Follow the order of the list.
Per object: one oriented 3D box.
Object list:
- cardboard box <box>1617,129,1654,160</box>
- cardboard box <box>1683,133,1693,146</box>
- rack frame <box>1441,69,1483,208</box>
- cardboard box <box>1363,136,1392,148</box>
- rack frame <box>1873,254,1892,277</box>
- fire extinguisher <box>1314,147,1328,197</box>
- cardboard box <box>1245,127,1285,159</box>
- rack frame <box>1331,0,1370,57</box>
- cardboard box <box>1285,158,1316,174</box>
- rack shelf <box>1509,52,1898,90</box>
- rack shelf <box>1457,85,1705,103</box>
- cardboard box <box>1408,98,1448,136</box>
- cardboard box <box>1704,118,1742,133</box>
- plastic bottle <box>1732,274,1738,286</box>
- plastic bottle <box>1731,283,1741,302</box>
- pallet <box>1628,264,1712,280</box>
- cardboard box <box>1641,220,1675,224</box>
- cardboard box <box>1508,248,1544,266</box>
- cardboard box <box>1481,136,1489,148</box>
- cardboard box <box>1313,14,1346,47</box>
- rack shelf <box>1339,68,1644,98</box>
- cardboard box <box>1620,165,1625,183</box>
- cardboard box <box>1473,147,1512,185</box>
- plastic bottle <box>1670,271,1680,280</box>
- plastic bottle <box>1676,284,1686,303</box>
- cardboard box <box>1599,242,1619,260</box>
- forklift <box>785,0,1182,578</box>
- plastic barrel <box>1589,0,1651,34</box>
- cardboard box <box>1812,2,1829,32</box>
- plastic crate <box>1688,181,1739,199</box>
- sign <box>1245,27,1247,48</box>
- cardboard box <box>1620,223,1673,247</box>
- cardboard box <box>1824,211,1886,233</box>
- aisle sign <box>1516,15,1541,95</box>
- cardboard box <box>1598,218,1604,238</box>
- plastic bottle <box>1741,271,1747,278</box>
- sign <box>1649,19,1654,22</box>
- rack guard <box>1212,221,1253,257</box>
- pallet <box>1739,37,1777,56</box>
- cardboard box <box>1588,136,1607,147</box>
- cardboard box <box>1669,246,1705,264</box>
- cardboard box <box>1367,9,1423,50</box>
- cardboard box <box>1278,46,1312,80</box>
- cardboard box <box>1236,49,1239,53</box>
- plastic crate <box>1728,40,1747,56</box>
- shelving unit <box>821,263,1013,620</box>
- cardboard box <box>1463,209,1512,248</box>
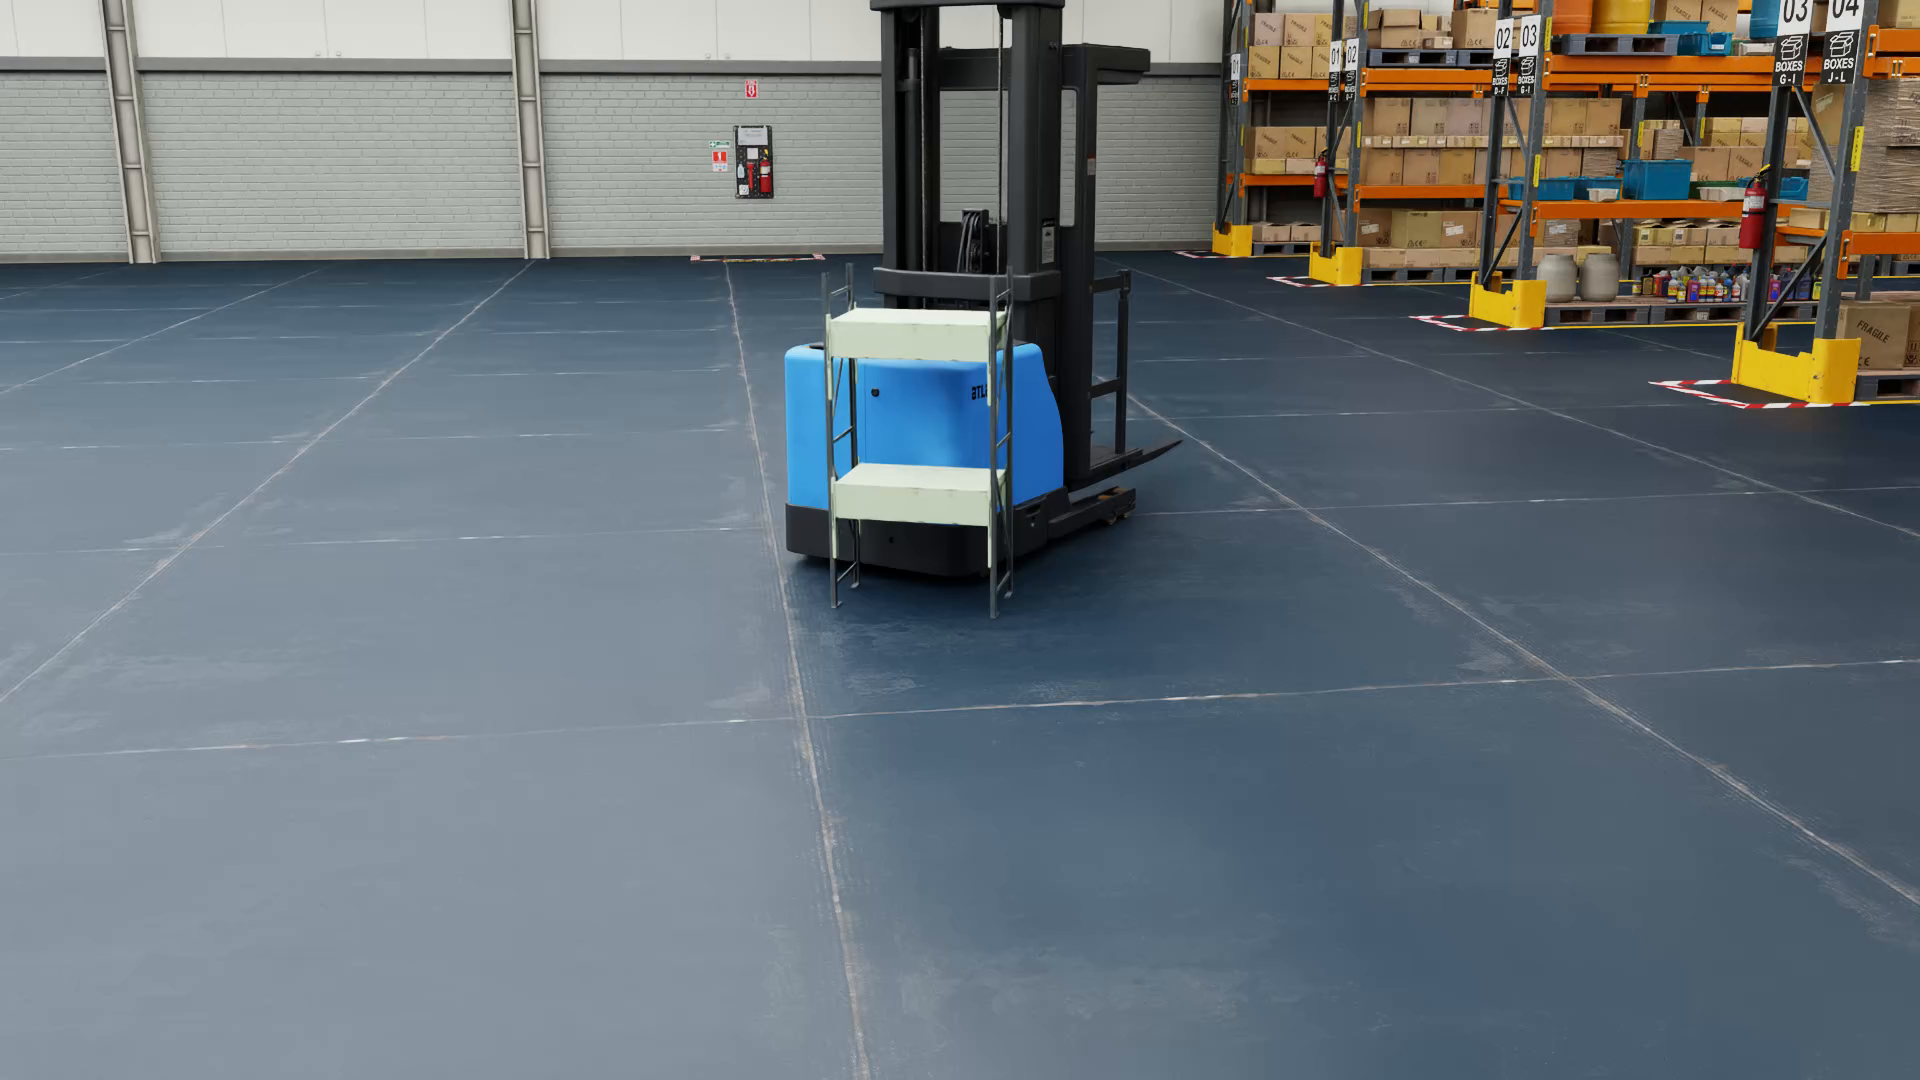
[{"bbox_3d":[11.359,-6.737,28.308,0.500,0.500,0.700,-3,14,-14],"label":"cardboard box"},{"bbox_3d":[12.798,-6.804,28.828,0.500,0.500,0.500,-2,14,-8],"label":"cardboard box"},{"bbox_3d":[8.415,-6.376,27.980,0.127,3.000,1.000,-2,14,-8],"label":"rack frame"},{"bbox_3d":[5.622,-5.365,22.410,0.250,0.149,0.380,-2,14,-9],"label":"cardboard box"},{"bbox_3d":[13.112,-5.330,23.807,0.127,3.000,1.000,-2,14,-8],"label":"rack frame"},{"bbox_3d":[5.015,-5.110,23.089,0.183,0.674,0.296,-2,14,-8],"label":"fire extinguisher"},{"bbox_3d":[4.977,-6.477,27.107,0.500,0.500,0.500,-2,14,-8],"label":"cardboard box"},{"bbox_3d":[5.201,-7.950,21.921,0.127,3.000,1.000,-2,14,-8],"label":"rack frame"},{"bbox_3d":[5.501,-6.132,27.272,0.500,0.250,0.500,-3,14,-10],"label":"cardboard box"},{"bbox_3d":[7.913,-5.027,17.911,4.000,0.370,1.077,-2,14,-8],"label":"rack shelf"},{"bbox_3d":[10.393,-7.555,27.991,4.000,0.370,1.077,-2,14,-8],"label":"rack shelf"},{"bbox_3d":[6.237,-5.754,22.625,0.500,0.500,0.700,-2,14,-10],"label":"cardboard box"},{"bbox_3d":[12.886,-7.043,28.238,0.500,0.250,0.500,-2,14,-7],"label":"cardboard box"},{"bbox_3d":[8.610,-2.798,18.393,0.133,0.283,0.061,-2,14,-8],"label":"plastic bottle"},{"bbox_3d":[8.514,-2.722,18.258,0.097,0.201,0.097,0,14,0],"label":"plastic bottle"},{"bbox_3d":[9.880,-3.868,23.712,1.213,0.211,1.003,-2,14,-8],"label":"pallet"},{"bbox_3d":[10.028,-4.431,23.859,0.500,0.311,0.500,-2,14,-7],"label":"cardboard box"},{"bbox_3d":[7.743,-3.948,23.087,0.500,0.250,0.500,-2,14,-8],"label":"cardboard box"},{"bbox_3d":[7.142,-5.421,22.631,0.250,0.149,0.380,-2,14,-8],"label":"cardboard box"},{"bbox_3d":[5.886,-8.212,26.832,0.500,0.500,0.500,-2,14,-7],"label":"cardboard box"},{"bbox_3d":[7.179,-6.218,22.663,4.000,0.370,1.077,-2,14,-8],"label":"rack shelf"},{"bbox_3d":[9.637,-5.140,23.360,0.500,0.250,0.500,-1,14,-5],"label":"cardboard box"},{"bbox_3d":[7.195,-5.159,22.920,0.500,0.500,0.700,-2,14,-7],"label":"cardboard box"},{"bbox_3d":[8.077,-2.920,18.893,0.135,0.276,0.152,-2,14,-10],"label":"plastic bottle"},{"bbox_3d":[7.877,-2.699,18.164,0.097,0.201,0.097,0,14,0],"label":"plastic bottle"},{"bbox_3d":[9.524,-4.139,23.850,0.500,0.250,0.500,-2,14,-9],"label":"cardboard box"},{"bbox_3d":[0.320,-1.554,8.891,1.130,2.935,3.031,8,16,30],"label":"forklift"},{"bbox_3d":[7.044,-5.670,17.747,0.600,0.588,0.600,0,14,0],"label":"plastic barrel"},{"bbox_3d":[7.113,-4.117,13.116,0.500,0.250,0.500,-2,14,-7],"label":"cardboard box"},{"bbox_3d":[8.507,-3.909,18.578,0.662,0.188,0.450,-2,14,-8],"label":"plastic crate"},{"bbox_3d":[4.541,-7.980,26.410,0.005,0.325,0.100,-2,14,-8],"label":"sign"},{"bbox_3d":[9.603,-4.282,23.265,0.500,0.311,0.500,-2,14,-8],"label":"cardboard box"},{"bbox_3d":[6.991,-2.488,12.992,0.250,0.149,0.380,-2,14,-8],"label":"cardboard box"},{"bbox_3d":[5.908,-5.036,17.292,0.004,0.787,0.394,-2,14,-8],"label":"aisle sign"},{"bbox_3d":[10.653,-5.468,28.592,0.500,0.500,0.700,-2,14,-9],"label":"cardboard box"},{"bbox_3d":[8.906,-2.919,18.901,0.097,0.271,0.097,0,14,0],"label":"plastic bottle"},{"bbox_3d":[9.241,-6.795,22.260,0.005,0.325,0.100,-2,14,-8],"label":"sign"},{"bbox_3d":[4.535,-5.021,27.717,0.348,0.500,1.175,-2,14,-8],"label":"rack guard"},{"bbox_3d":[9.192,-5.307,17.938,1.003,0.211,1.213,-2,14,-8],"label":"pallet"},{"bbox_3d":[8.675,-5.478,22.859,0.250,0.149,0.380,-2,14,-9],"label":"cardboard box"},{"bbox_3d":[10.098,-4.028,23.406,0.500,0.250,0.500,-2,14,-7],"label":"cardboard box"},{"bbox_3d":[5.770,-6.836,22.284,0.637,0.503,0.797,-1,14,-4],"label":"cardboard box"},{"bbox_3d":[5.364,-7.707,26.874,0.500,0.500,0.500,-1,14,-5],"label":"cardboard box"},{"bbox_3d":[4.835,-7.820,27.325,0.500,0.500,0.500,-1,14,-4],"label":"cardboard box"},{"bbox_3d":[8.290,-5.354,18.172,0.450,0.188,0.336,-2,14,-8],"label":"plastic crate"},{"bbox_3d":[-0.173,-0.445,7.385,0.755,1.500,0.431,3,16,13],"label":"shelving unit"},{"bbox_3d":[7.249,-4.293,22.922,0.500,0.500,0.500,-2,14,-8],"label":"cardboard box"}]
